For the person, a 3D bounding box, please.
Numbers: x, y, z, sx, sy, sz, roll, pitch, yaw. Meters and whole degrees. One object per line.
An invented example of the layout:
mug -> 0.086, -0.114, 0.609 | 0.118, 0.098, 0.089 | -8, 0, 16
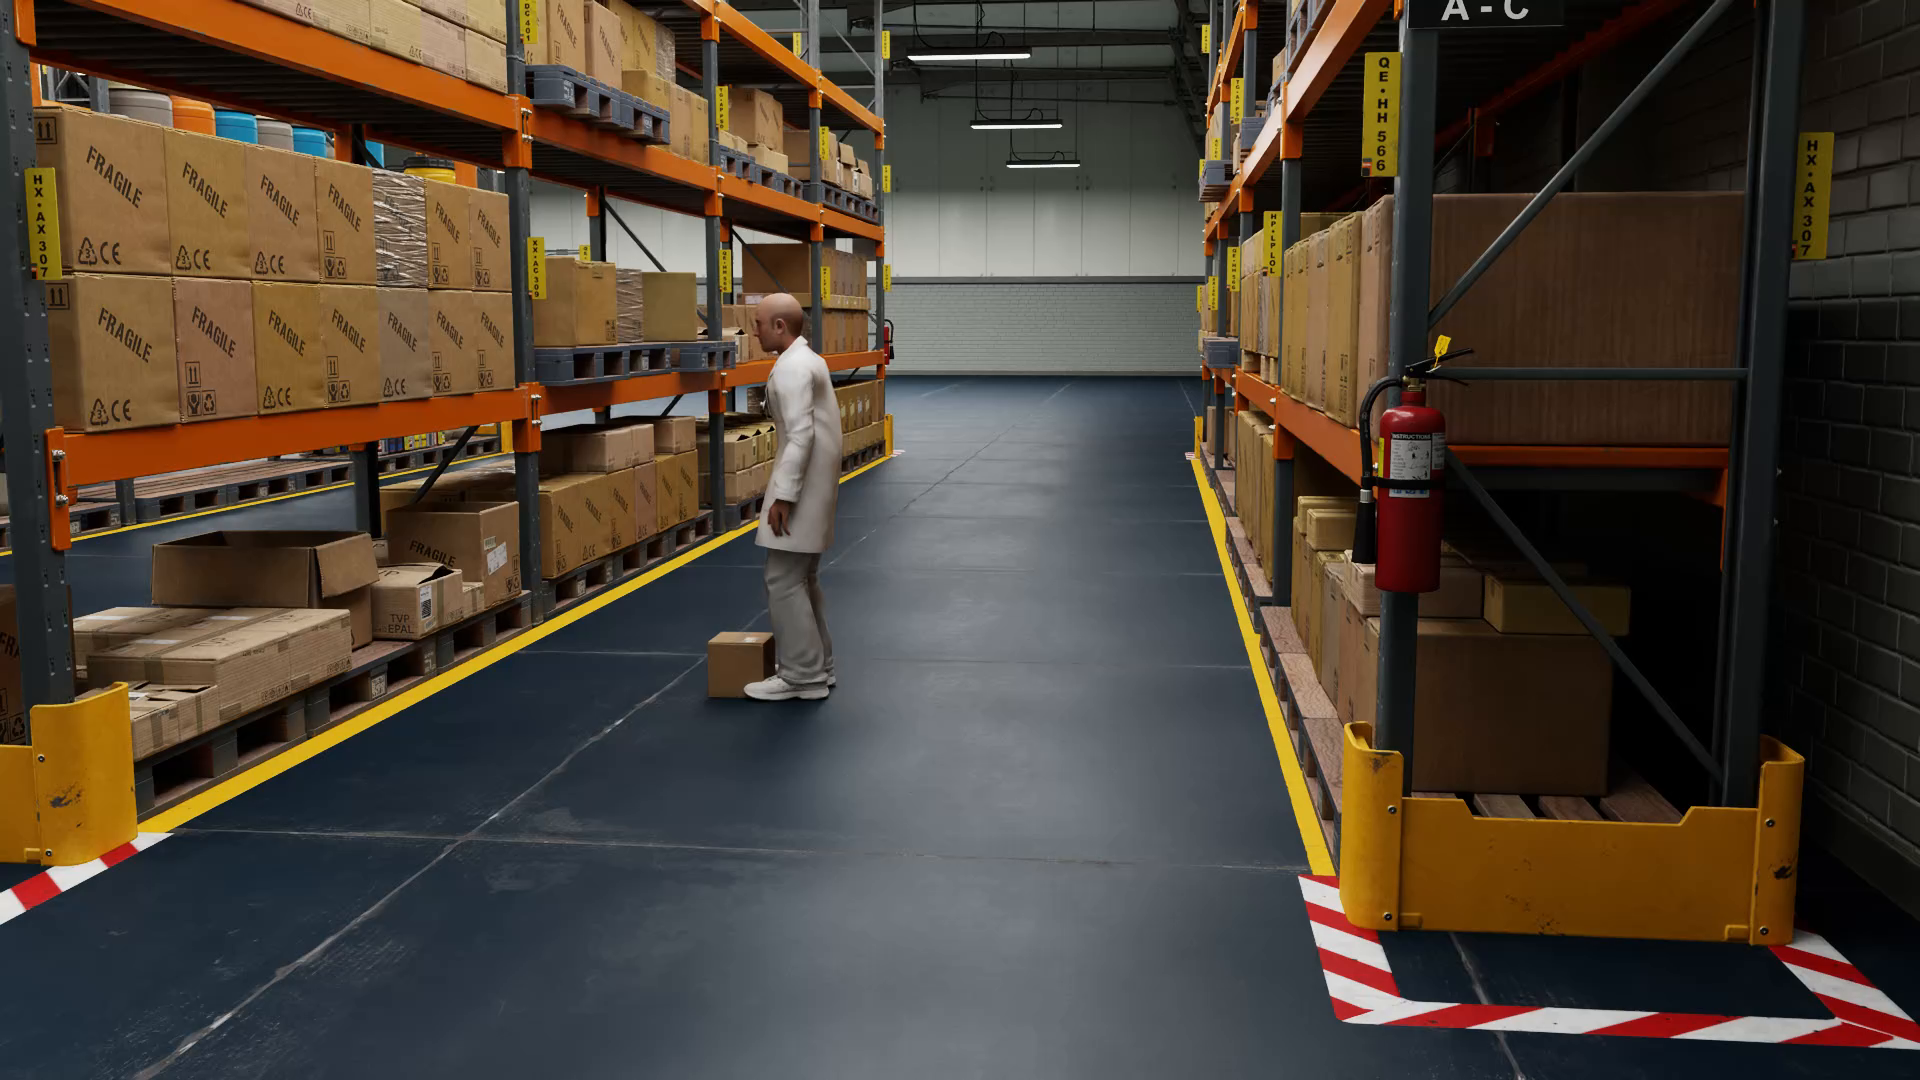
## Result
person -> -0.732, -0.192, 7.324 | 0.429, 1.772, 0.649 | 0, 7, 3
